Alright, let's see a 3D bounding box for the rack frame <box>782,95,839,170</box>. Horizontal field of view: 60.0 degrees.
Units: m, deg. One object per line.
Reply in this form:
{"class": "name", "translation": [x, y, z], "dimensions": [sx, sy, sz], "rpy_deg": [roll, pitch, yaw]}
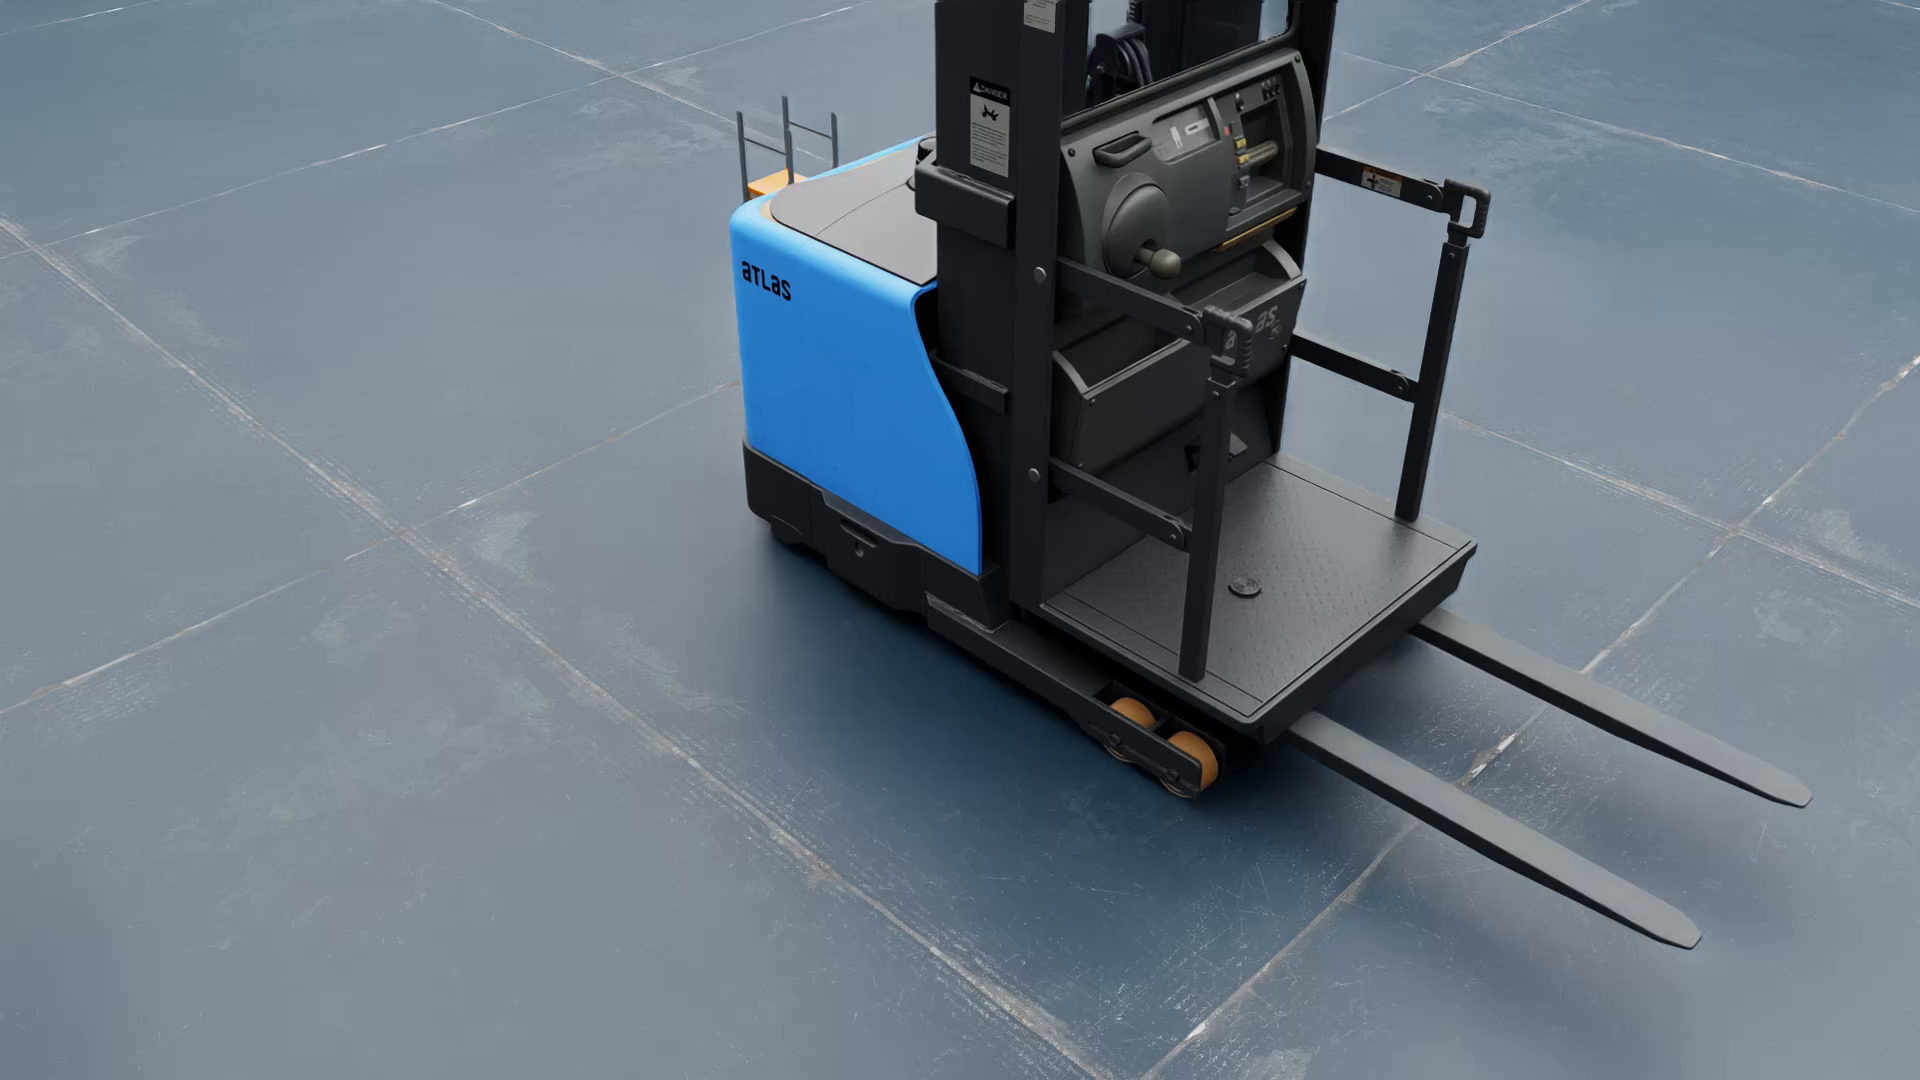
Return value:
{"class": "rack frame", "translation": [-0.459, -0.830, 5.391], "dimensions": [0.240, 1.200, 0.006], "rpy_deg": [28, 44, 34]}

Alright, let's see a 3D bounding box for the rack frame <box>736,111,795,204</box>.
{"class": "rack frame", "translation": [-0.583, -0.753, 5.281], "dimensions": [0.240, 1.200, 0.006], "rpy_deg": [28, 44, 34]}

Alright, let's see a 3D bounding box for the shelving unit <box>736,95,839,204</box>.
{"class": "shelving unit", "translation": [-0.521, -0.792, 5.336], "dimensions": [0.258, 1.200, 0.189], "rpy_deg": [28, 44, 34]}

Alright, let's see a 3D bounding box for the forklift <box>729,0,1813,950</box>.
{"class": "forklift", "translation": [0.730, -0.876, 3.944], "dimensions": [3.031, 2.935, 1.130], "rpy_deg": [29, 44, 35]}

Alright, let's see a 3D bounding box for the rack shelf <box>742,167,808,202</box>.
{"class": "rack shelf", "translation": [-0.521, -1.050, 5.156], "dimensions": [0.258, 0.103, 0.180], "rpy_deg": [28, 44, 34]}
